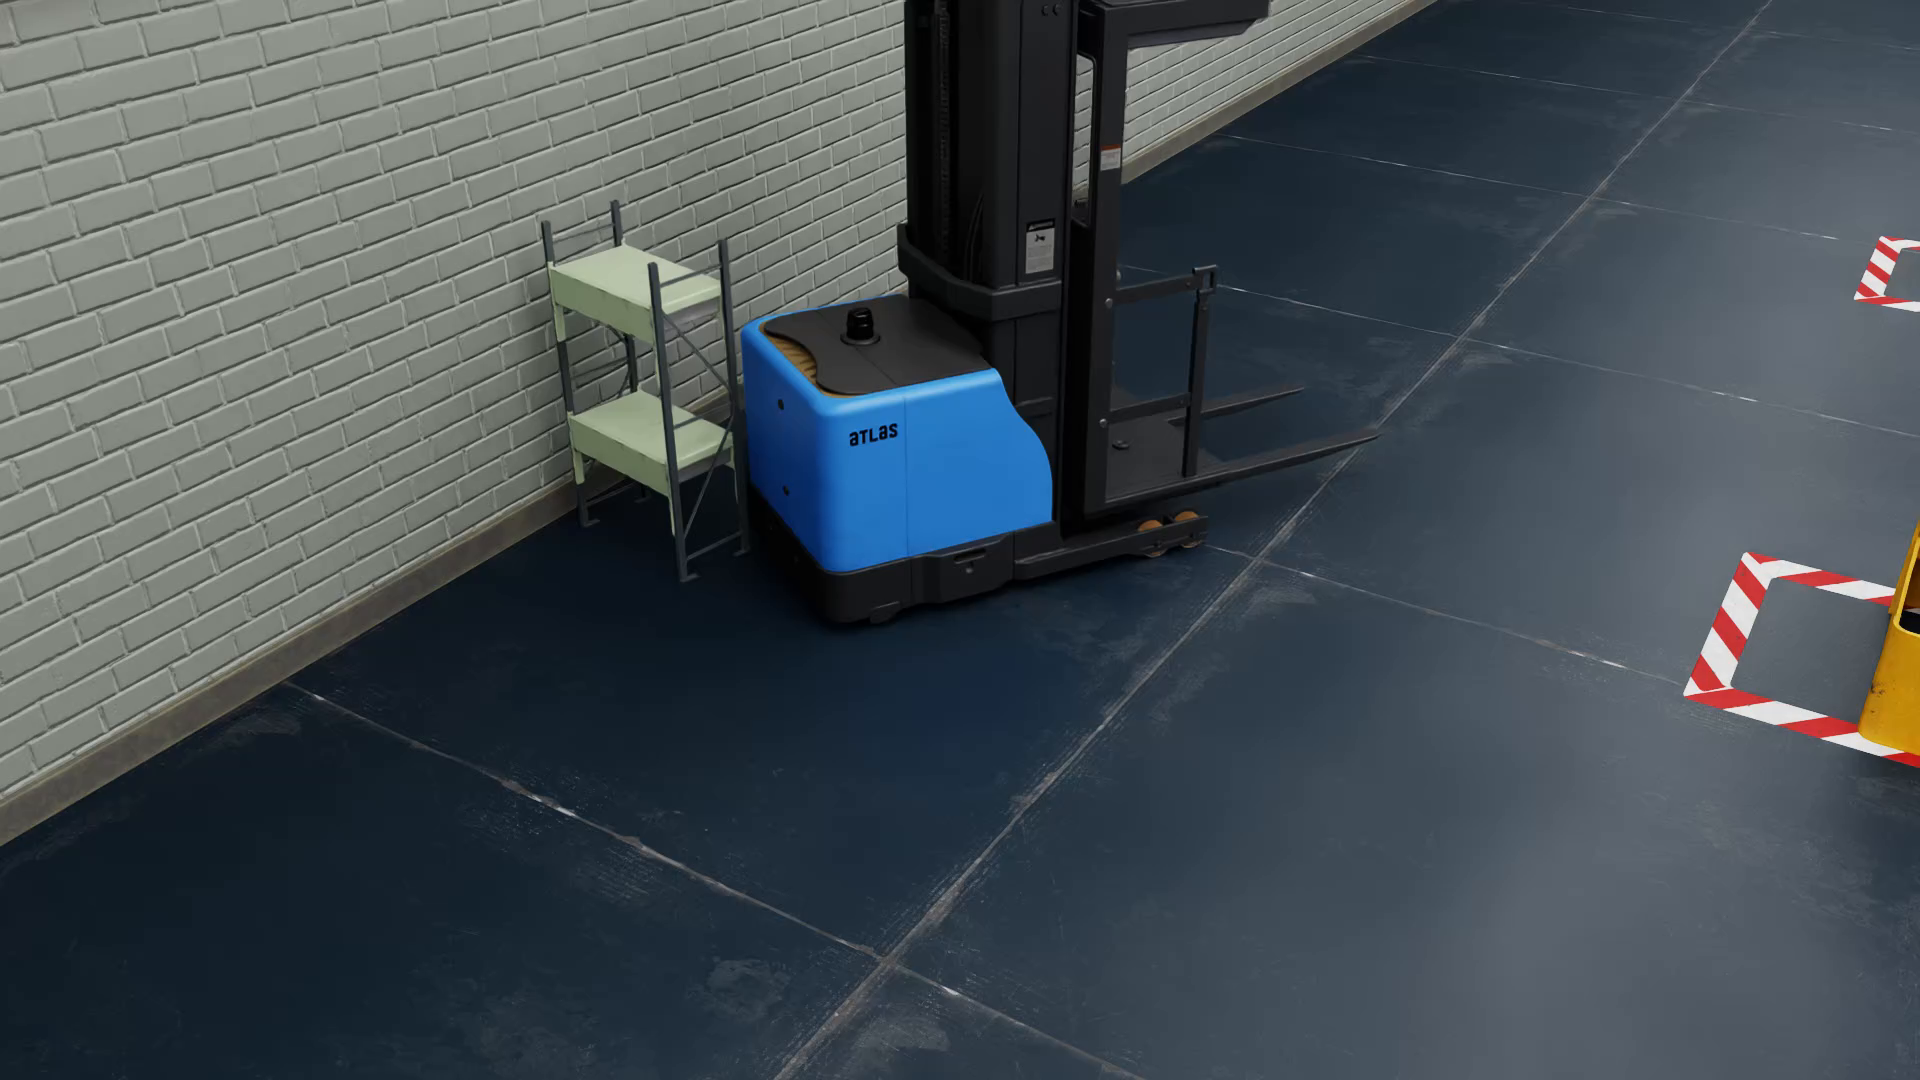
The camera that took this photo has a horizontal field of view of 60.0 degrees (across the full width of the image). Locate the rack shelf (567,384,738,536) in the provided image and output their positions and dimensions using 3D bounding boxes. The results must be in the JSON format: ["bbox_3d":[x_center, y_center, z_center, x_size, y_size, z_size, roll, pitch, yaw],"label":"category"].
[{"bbox_3d":[-1.380,-0.375,7.551,0.720,0.370,0.431,25,38,36],"label":"rack shelf"}]

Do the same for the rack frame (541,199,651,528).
[{"bbox_3d":[-1.649,-0.781,7.601,0.023,1.500,0.400,25,38,36],"label":"rack frame"}]

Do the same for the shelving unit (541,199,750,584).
[{"bbox_3d":[-1.380,-0.656,7.387,0.755,1.500,0.431,25,38,36],"label":"shelving unit"}]

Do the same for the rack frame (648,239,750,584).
[{"bbox_3d":[-1.111,-0.531,7.172,0.023,1.500,0.400,25,38,36],"label":"rack frame"}]

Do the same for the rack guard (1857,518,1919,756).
[{"bbox_3d":[3.925,0.344,6.664,0.348,0.500,1.175,18,35,27],"label":"rack guard"}]

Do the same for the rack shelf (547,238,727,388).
[{"bbox_3d":[-1.380,-0.993,7.190,0.720,0.370,0.431,25,38,36],"label":"rack shelf"}]

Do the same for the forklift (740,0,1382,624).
[{"bbox_3d":[0.581,-1.411,7.259,3.031,2.935,1.130,-14,33,-23],"label":"forklift"}]
